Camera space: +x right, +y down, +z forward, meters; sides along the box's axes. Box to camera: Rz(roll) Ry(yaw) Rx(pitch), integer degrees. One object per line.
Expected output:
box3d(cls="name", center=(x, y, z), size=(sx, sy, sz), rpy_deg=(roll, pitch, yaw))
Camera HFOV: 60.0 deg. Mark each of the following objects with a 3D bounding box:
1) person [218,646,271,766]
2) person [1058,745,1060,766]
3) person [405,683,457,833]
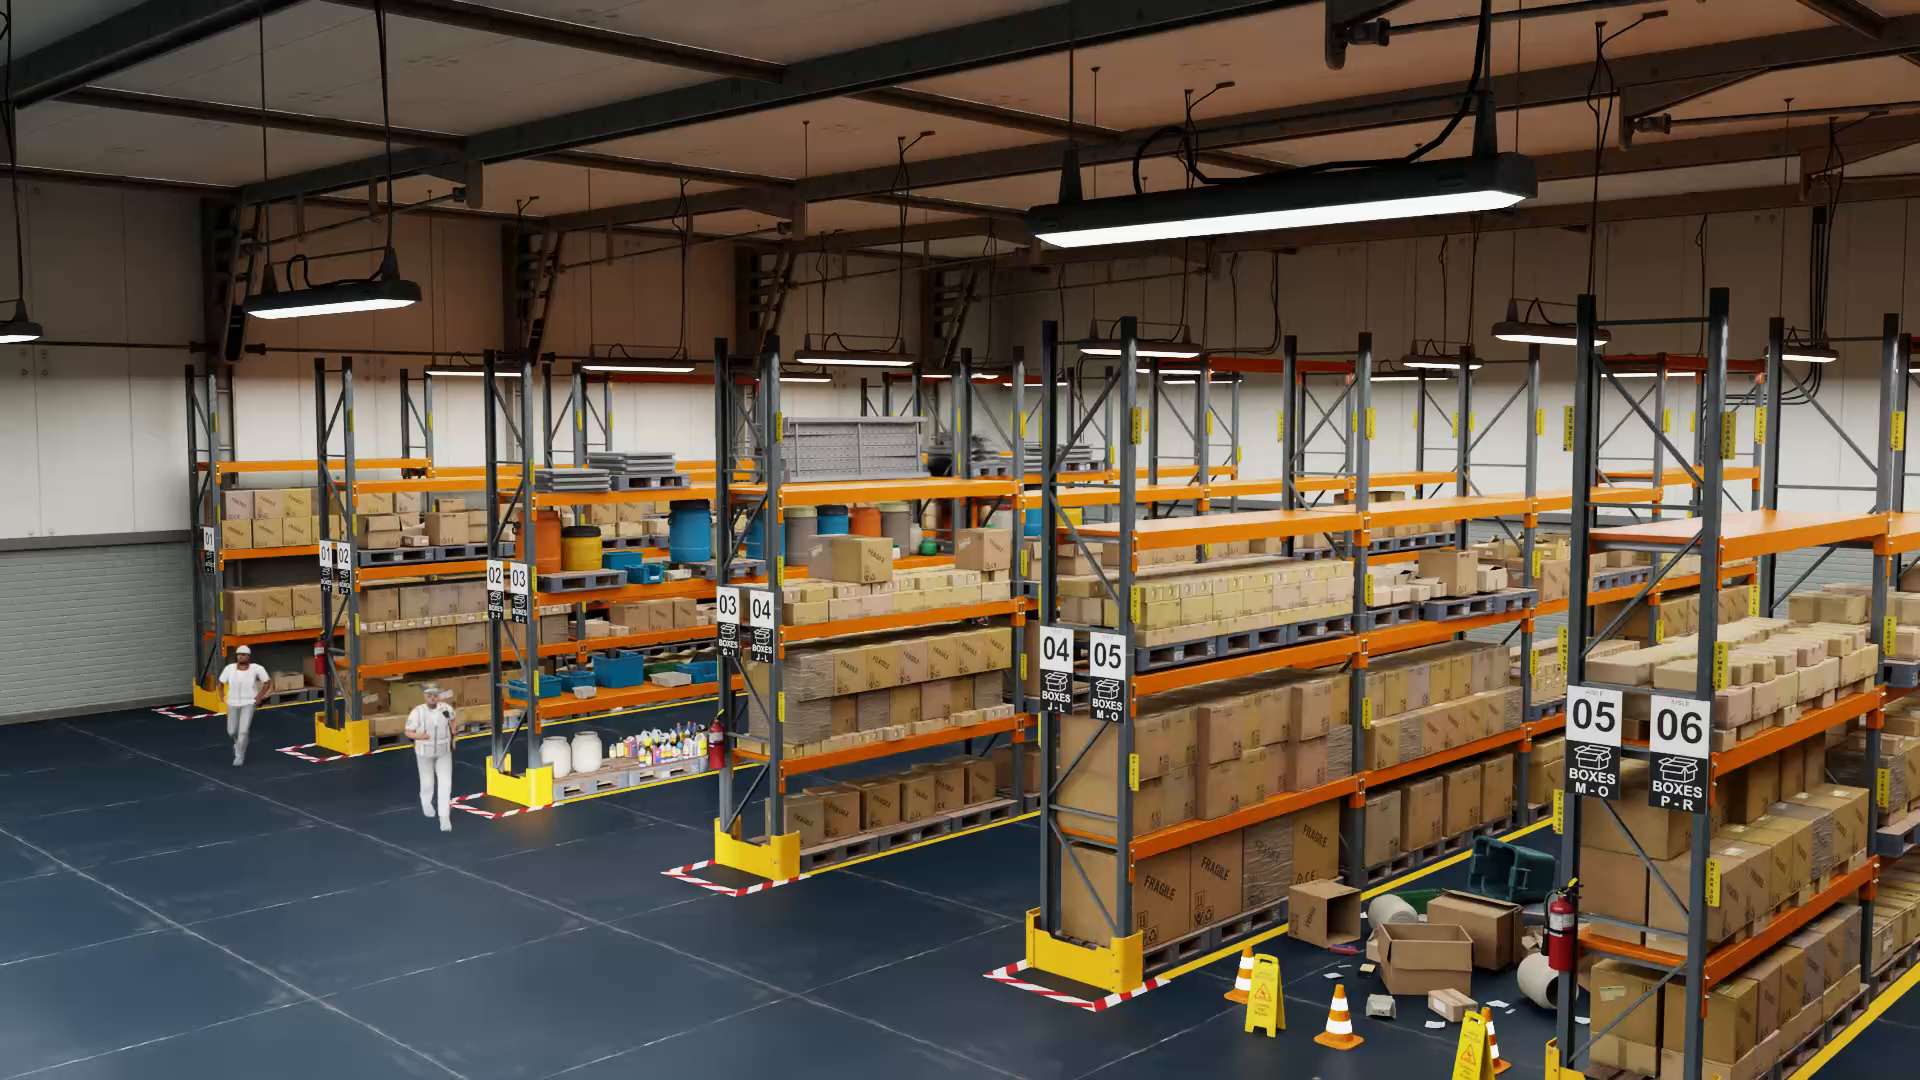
box3d(cls="person", center=(-10.614, 2.424, 24.673), size=(0.727, 1.742, 0.706), rpy_deg=(-1, 4, -10))
box3d(cls="person", center=(1.497, 2.899, 19.647), size=(0.693, 1.545, 0.815), rpy_deg=(2, 5, 30))
box3d(cls="person", center=(-6.600, 2.679, 20.822), size=(0.656, 1.817, 0.937), rpy_deg=(-2, 5, -24))
